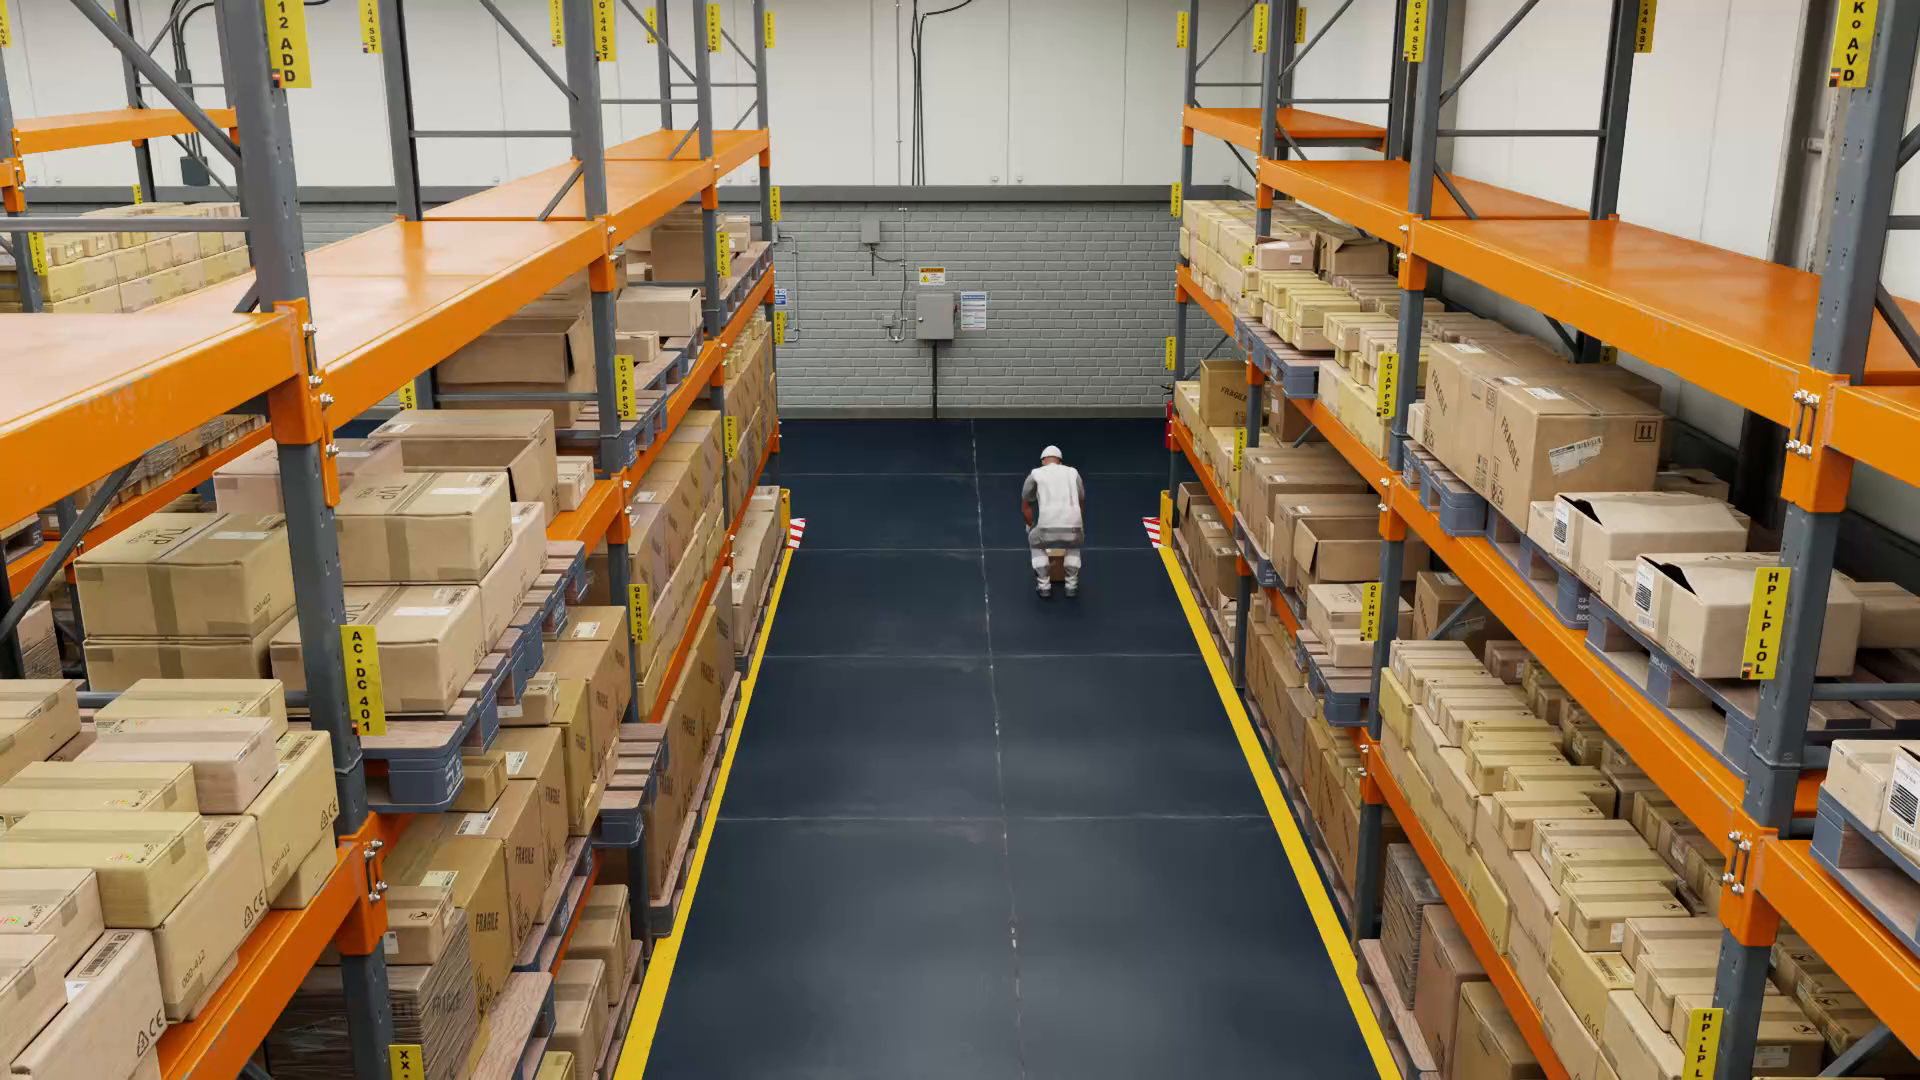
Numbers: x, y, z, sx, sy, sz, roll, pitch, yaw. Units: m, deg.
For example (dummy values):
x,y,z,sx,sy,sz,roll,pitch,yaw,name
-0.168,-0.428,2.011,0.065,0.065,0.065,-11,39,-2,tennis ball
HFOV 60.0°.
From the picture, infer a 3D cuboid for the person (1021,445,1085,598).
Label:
x,y,z,sx,sy,sz,roll,pitch,yaw,name
0.859,-0.162,15.338,0.584,1.321,0.808,0,17,-1,person
